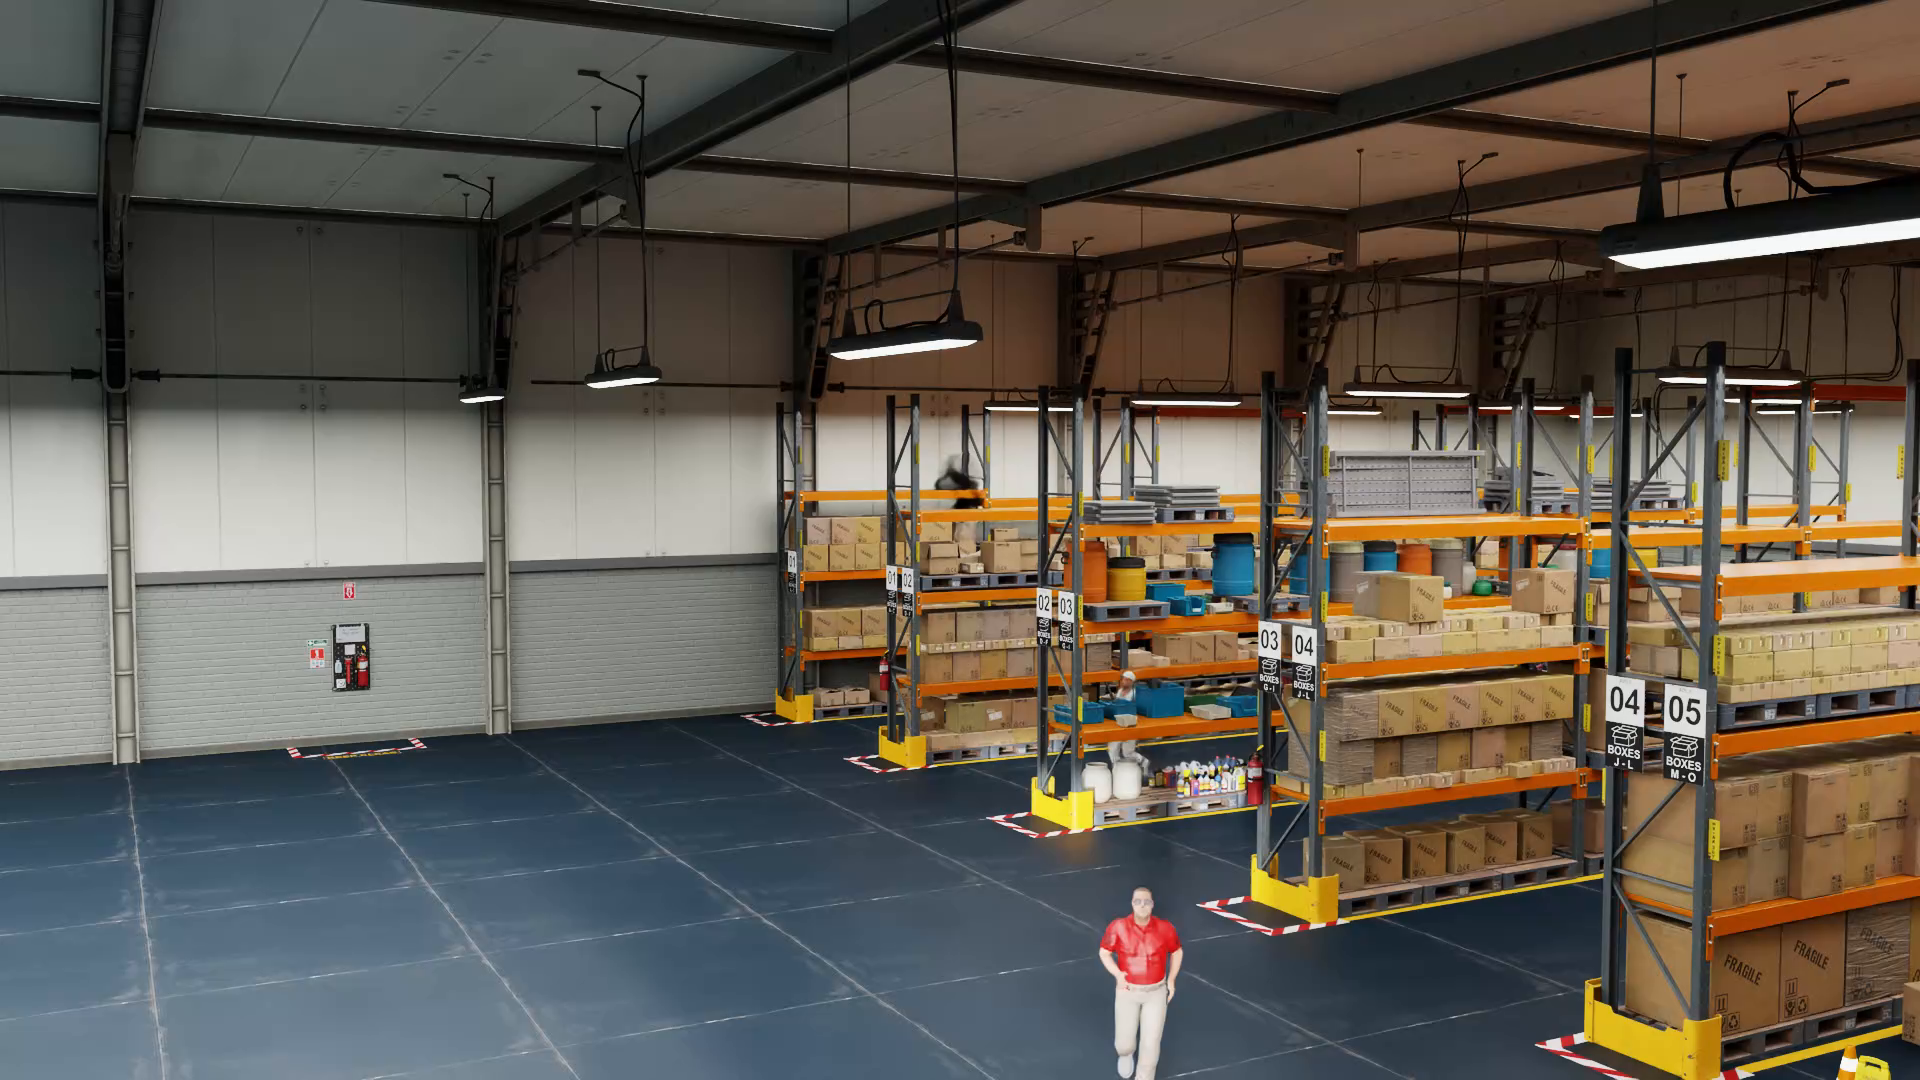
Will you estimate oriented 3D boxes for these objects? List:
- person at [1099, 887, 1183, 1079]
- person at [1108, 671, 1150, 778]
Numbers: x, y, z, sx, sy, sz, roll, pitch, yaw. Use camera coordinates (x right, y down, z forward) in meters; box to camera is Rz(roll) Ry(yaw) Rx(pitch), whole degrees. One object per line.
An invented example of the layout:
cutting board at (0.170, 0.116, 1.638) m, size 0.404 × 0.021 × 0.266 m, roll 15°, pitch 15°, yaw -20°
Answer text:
person at (1.435, 3.577, 13.154) m, size 0.664 × 1.678 × 0.678 m, roll 0°, pitch 3°, yaw 3°
person at (2.541, 2.861, 25.282) m, size 0.780 × 1.748 × 0.663 m, roll -3°, pitch 4°, yaw -40°
